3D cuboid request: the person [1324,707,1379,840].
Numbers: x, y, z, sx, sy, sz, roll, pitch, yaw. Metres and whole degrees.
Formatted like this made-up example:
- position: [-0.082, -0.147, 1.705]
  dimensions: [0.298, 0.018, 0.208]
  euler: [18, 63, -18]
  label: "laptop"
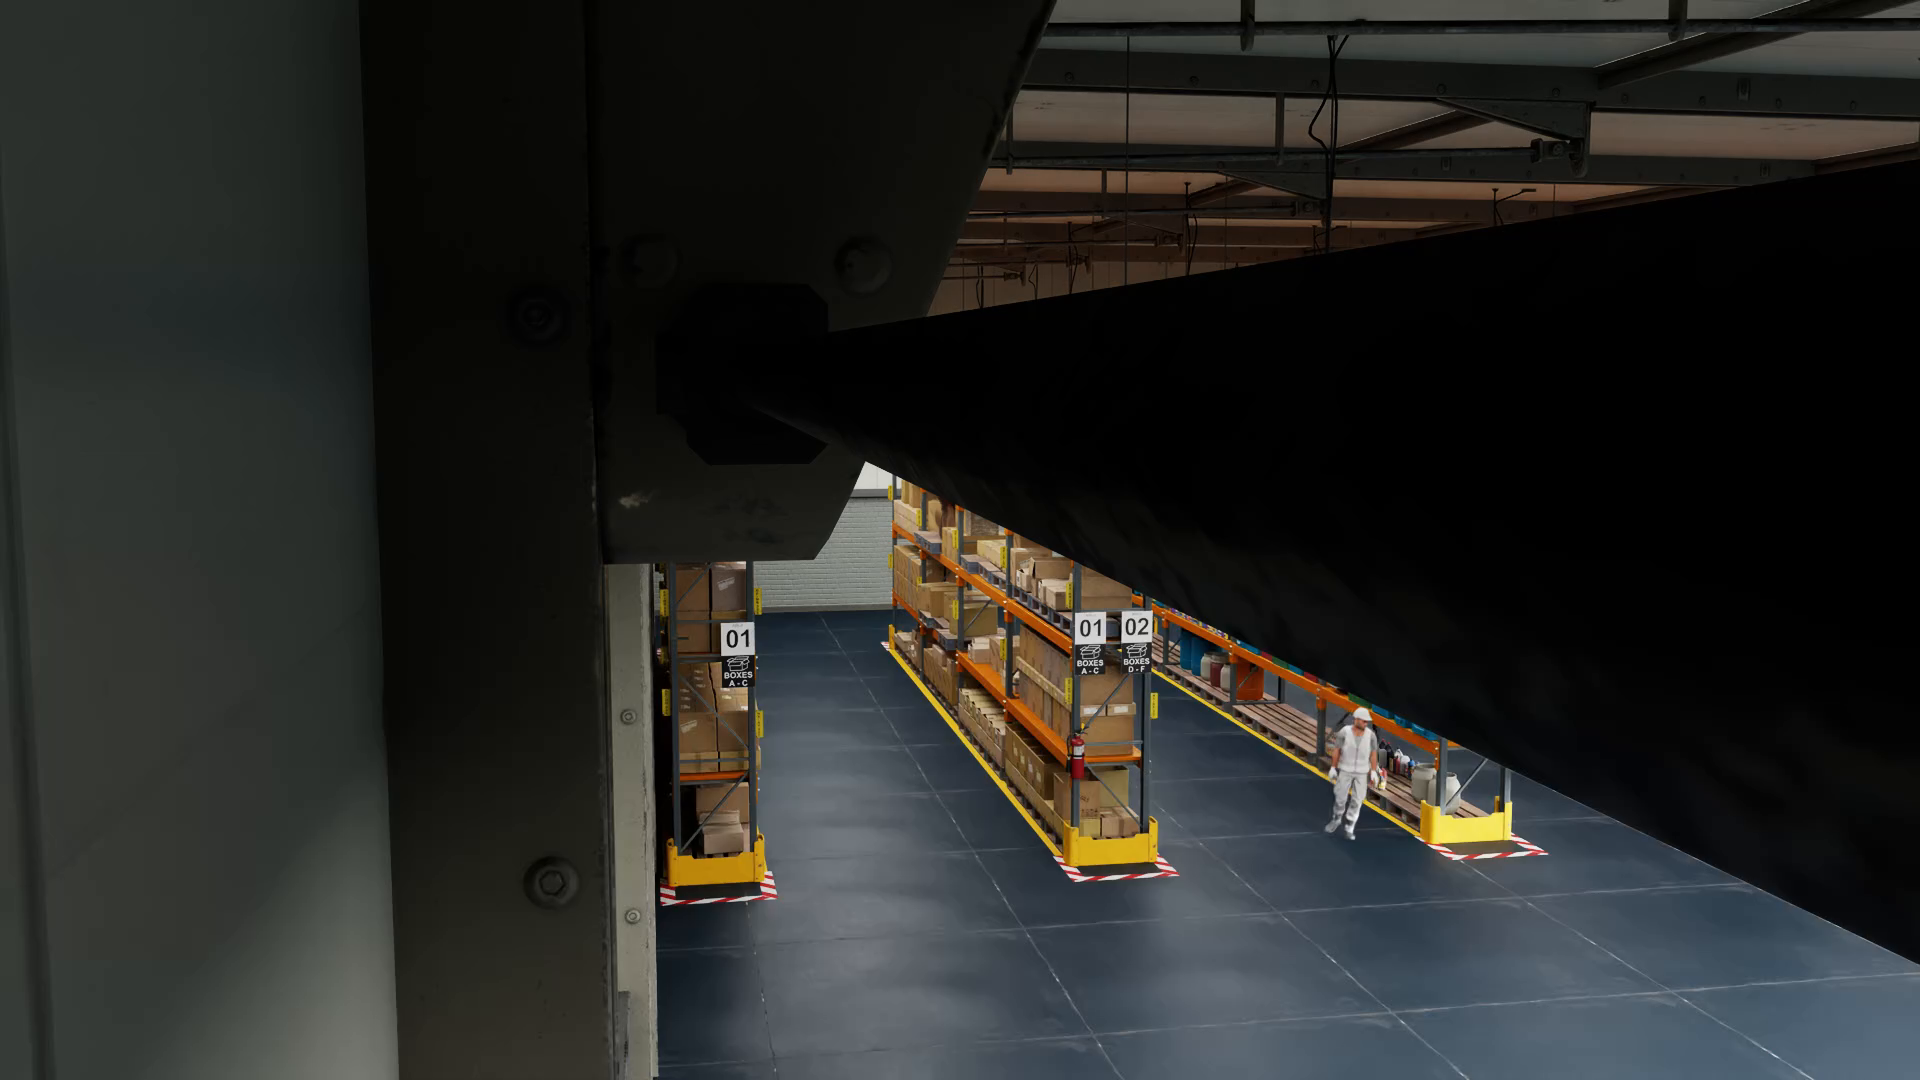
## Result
- position: [5.169, 3.060, 21.928]
  dimensions: [0.666, 1.766, 0.471]
  euler: [0, 6, 1]
  label: "person"
